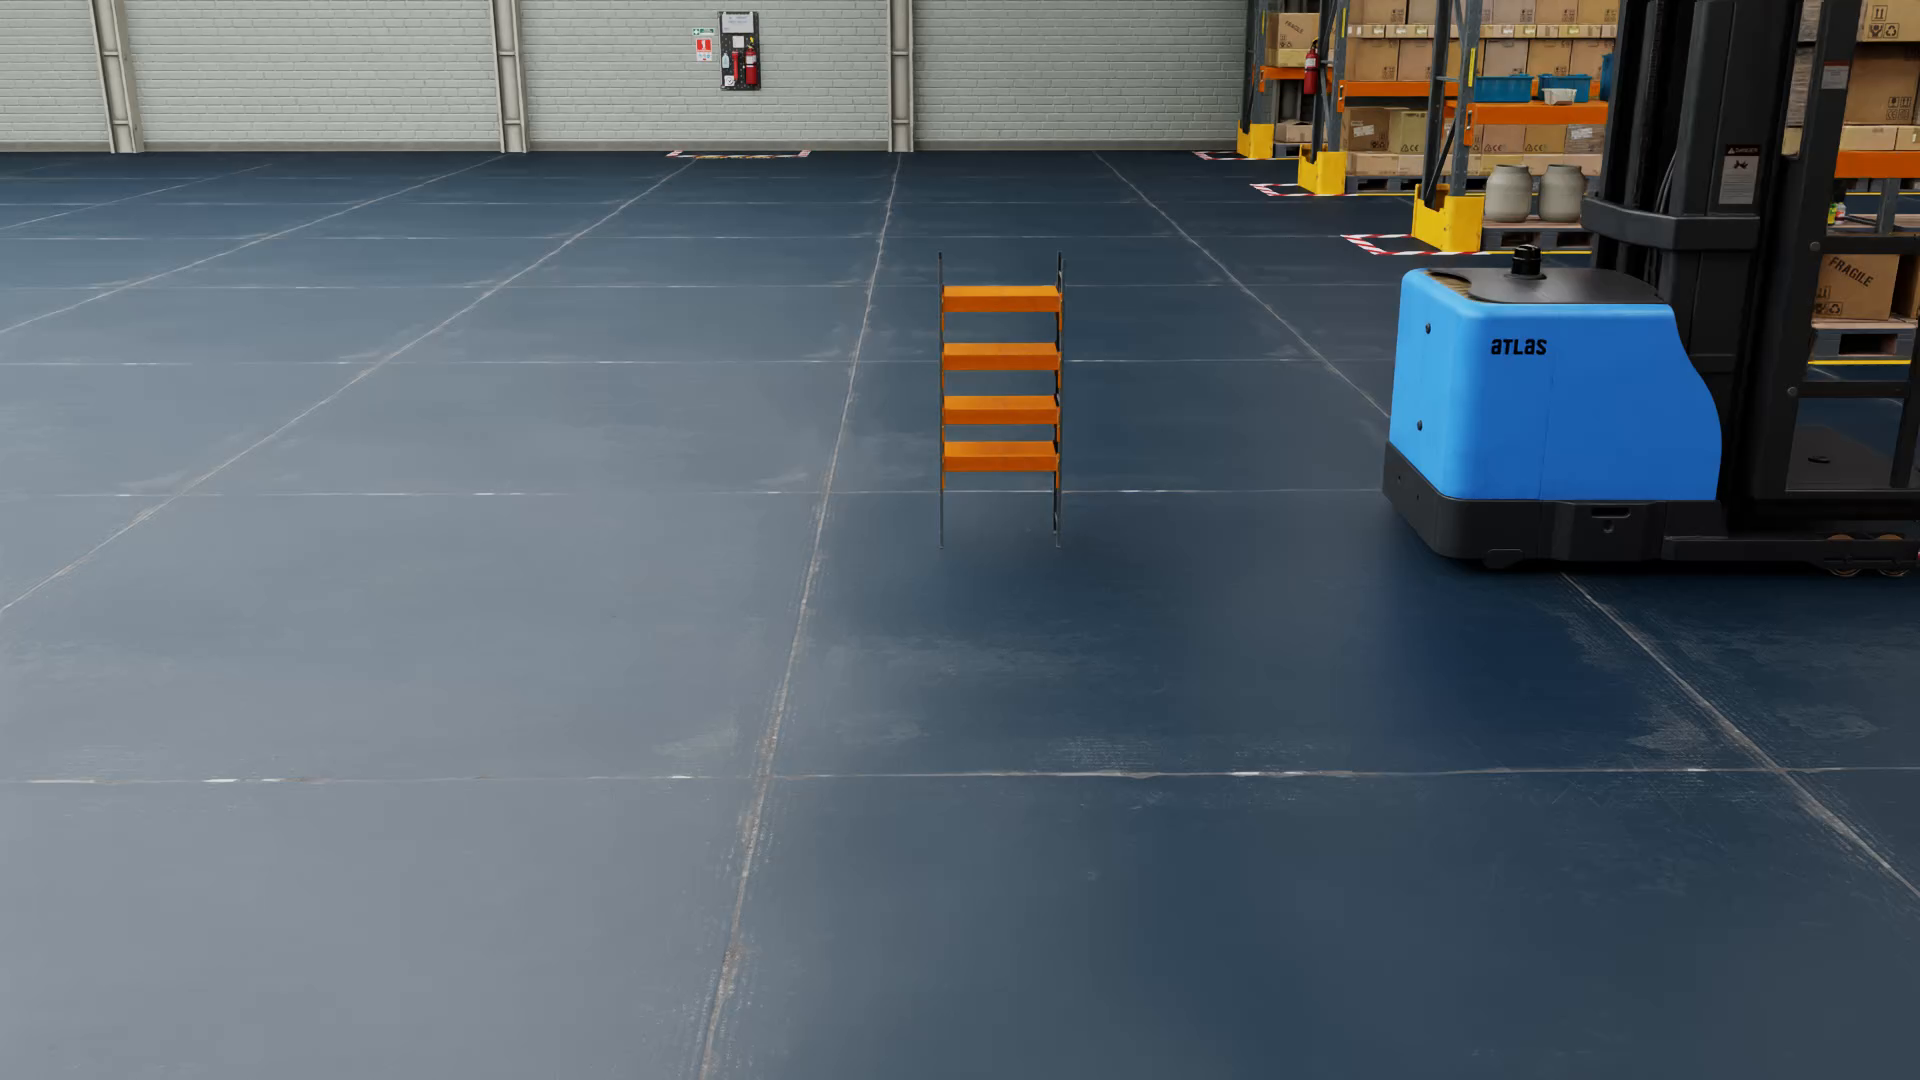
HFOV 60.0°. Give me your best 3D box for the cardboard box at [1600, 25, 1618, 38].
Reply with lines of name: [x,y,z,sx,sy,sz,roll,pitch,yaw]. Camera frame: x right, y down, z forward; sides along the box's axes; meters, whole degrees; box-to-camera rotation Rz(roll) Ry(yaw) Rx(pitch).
cardboard box: [7.698,-6.064,19.816,0.250,0.149,0.380,-1,18,-2]

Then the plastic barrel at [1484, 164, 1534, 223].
plastic barrel: [5.207,-3.287,15.769,0.421,0.512,0.421,0,18,0]

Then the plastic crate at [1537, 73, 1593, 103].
plastic crate: [5.696,-4.270,15.690,0.408,0.251,0.499,0,18,-1]

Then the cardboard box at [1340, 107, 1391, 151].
cardboard box: [5.008,-5.099,20.619,0.500,0.500,0.500,0,18,-1]

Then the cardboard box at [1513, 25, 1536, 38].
cardboard box: [6.672,-6.059,19.800,0.250,0.149,0.380,0,18,1]

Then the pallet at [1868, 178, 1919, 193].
pallet: [11.651,-4.477,20.658,1.213,0.211,1.003,0,18,-1]

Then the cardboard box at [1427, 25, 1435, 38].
cardboard box: [5.637,-6.054,19.784,0.250,0.149,0.380,-1,18,-2]

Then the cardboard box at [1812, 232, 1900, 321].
cardboard box: [5.850,-1.753,11.008,0.500,0.500,0.500,4,18,14]

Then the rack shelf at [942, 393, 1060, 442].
rack shelf: [0.166,-0.508,6.887,0.480,0.148,0.258,0,18,-1]

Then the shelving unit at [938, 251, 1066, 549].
shelving unit: [0.166,-0.572,6.867,0.503,1.200,0.258,0,18,-1]

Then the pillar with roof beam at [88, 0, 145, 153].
pillar with roof beam: [-12.849,-8.994,20.351,0.400,9.000,9.100,0,18,-1]

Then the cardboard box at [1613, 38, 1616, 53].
cardboard box: [8.032,-5.821,20.119,0.500,0.500,0.700,-1,18,-2]

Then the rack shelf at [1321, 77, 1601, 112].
rack shelf: [6.476,-5.425,20.227,4.000,0.370,1.077,0,18,-1]

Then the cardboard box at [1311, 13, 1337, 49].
cardboard box: [5.371,-7.476,24.427,0.500,0.500,0.500,0,18,-1]

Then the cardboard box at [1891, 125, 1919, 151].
cardboard box: [5.918,-2.540,10.466,0.250,0.149,0.380,0,18,-1]

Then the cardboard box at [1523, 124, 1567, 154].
cardboard box: [7.015,-4.954,20.166,0.500,0.500,0.500,0,18,-1]

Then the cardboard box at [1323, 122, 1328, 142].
cardboard box: [5.657,-6.179,25.080,0.500,0.311,0.500,1,18,4]

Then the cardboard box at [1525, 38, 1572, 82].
cardboard box: [7.003,-5.815,20.101,0.500,0.500,0.700,0,18,0]

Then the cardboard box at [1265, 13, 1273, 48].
cardboard box: [4.862,-7.633,24.918,0.500,0.500,0.500,0,18,-1]

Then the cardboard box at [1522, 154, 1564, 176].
cardboard box: [7.016,-4.593,20.268,0.500,0.250,0.500,0,18,-1]

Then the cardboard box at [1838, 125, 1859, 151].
cardboard box: [5.418,-2.533,10.446,0.250,0.149,0.380,0,18,-1]

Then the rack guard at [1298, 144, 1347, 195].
rack guard: [4.452,-4.568,20.468,0.348,0.500,1.175,0,18,-1]

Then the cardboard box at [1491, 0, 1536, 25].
cardboard box: [6.527,-6.431,19.898,0.500,0.500,0.700,0,18,-1]

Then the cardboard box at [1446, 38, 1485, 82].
cardboard box: [5.965,-5.809,20.081,0.500,0.500,0.700,0,18,0]

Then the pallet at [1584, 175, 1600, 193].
pallet: [7.680,-4.459,20.601,1.213,0.211,1.003,0,18,-1]

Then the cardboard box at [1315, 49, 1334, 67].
cardboard box: [5.406,-7.121,24.549,0.500,0.250,0.500,-1,18,-3]

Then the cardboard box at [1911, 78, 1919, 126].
cardboard box: [6.178,-2.944,10.665,0.500,0.500,0.875,0,18,-1]

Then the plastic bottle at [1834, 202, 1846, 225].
plastic bottle: [8.192,-3.045,15.489,0.097,0.201,0.097,0,18,0]

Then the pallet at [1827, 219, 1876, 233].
pallet: [7.878,-2.946,15.886,1.213,0.211,1.003,0,18,-1]

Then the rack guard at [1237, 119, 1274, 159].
rack guard: [4.470,-6.081,25.186,0.348,0.500,1.175,0,18,-1]

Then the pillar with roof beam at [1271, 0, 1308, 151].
pillar with roof beam: [5.148,-9.080,20.622,0.400,9.000,9.100,0,18,-1]

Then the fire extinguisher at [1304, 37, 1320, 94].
fire extinguisher: [4.351,-5.863,20.539,0.183,0.674,0.296,0,18,-1]

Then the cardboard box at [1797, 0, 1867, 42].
cardboard box: [5.183,-3.317,10.190,0.500,0.500,0.500,0,18,-1]

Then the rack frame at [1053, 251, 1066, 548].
rack frame: [0.409,-0.573,6.870,0.015,1.200,0.240,0,18,-1]

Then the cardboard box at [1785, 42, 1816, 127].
cardboard box: [5.179,-2.916,10.576,0.500,0.500,0.875,0,18,-1]

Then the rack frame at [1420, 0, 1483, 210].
rack frame: [4.550,-4.245,15.371,0.127,3.000,1.000,0,18,-1]

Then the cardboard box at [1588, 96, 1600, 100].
cardboard box: [9.570,-6.678,25.100,0.500,0.250,0.500,-1,18,-2]

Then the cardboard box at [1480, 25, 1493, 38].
cardboard box: [6.159,-6.058,19.795,0.250,0.149,0.380,-1,18,-2]

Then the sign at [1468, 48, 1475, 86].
sign: [4.555,-4.209,14.805,0.005,0.325,0.100,0,18,-1]

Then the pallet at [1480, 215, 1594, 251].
pallet: [5.438,-2.934,15.850,1.213,0.211,1.003,0,18,-1]

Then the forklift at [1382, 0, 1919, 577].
forklift: [3.413,-1.411,6.649,3.031,2.935,1.130,0,18,0]

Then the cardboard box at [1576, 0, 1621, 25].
cardboard box: [7.527,-6.436,19.912,0.500,0.500,0.700,0,18,-1]

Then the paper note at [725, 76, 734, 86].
paper note: [-3.569,-7.110,25.744,0.142,0.148,0.016,0,18,-1]

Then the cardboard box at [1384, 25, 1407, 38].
cardboard box: [5.136,-6.053,19.780,0.250,0.149,0.380,-1,18,-2]

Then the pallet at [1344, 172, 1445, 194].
pallet: [5.240,-4.447,20.564,1.213,0.211,1.003,0,18,-1]

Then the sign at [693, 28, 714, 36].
sign: [-3.940,-7.805,25.541,0.331,0.109,0.001,0,18,-1]

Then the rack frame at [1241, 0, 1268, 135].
rack frame: [4.394,-7.271,24.803,0.127,3.000,1.000,0,18,-1]

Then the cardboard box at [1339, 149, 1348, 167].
cardboard box: [5.008,-4.742,20.732,0.500,0.250,0.500,0,18,-1]

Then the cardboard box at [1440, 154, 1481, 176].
cardboard box: [6.016,-4.589,20.257,0.500,0.250,0.500,0,18,-1]

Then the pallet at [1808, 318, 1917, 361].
pallet: [5.518,-1.398,11.061,1.213,0.211,1.003,0,18,-1]

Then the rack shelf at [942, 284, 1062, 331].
rack shelf: [0.166,-0.946,6.747,0.480,0.148,0.258,0,18,-1]

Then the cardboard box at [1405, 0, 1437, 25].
cardboard box: [5.522,-6.426,19.882,0.500,0.500,0.700,-1,18,-2]

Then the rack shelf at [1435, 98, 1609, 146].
rack shelf: [6.550,-3.912,15.511,4.000,0.370,1.077,0,18,-1]

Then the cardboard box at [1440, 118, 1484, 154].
cardboard box: [6.015,-4.950,20.153,0.500,0.500,0.500,0,18,-1]

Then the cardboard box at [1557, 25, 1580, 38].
cardboard box: [7.190,-6.063,19.811,0.250,0.149,0.380,0,18,-1]

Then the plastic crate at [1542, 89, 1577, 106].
plastic crate: [5.450,-4.026,15.118,0.250,0.136,0.298,0,18,-1]

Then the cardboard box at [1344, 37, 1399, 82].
cardboard box: [4.943,-5.804,20.066,0.500,0.500,0.700,0,18,-1]

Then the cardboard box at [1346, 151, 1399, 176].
cardboard box: [5.016,-4.583,20.239,0.500,0.250,0.500,0,18,-1]
